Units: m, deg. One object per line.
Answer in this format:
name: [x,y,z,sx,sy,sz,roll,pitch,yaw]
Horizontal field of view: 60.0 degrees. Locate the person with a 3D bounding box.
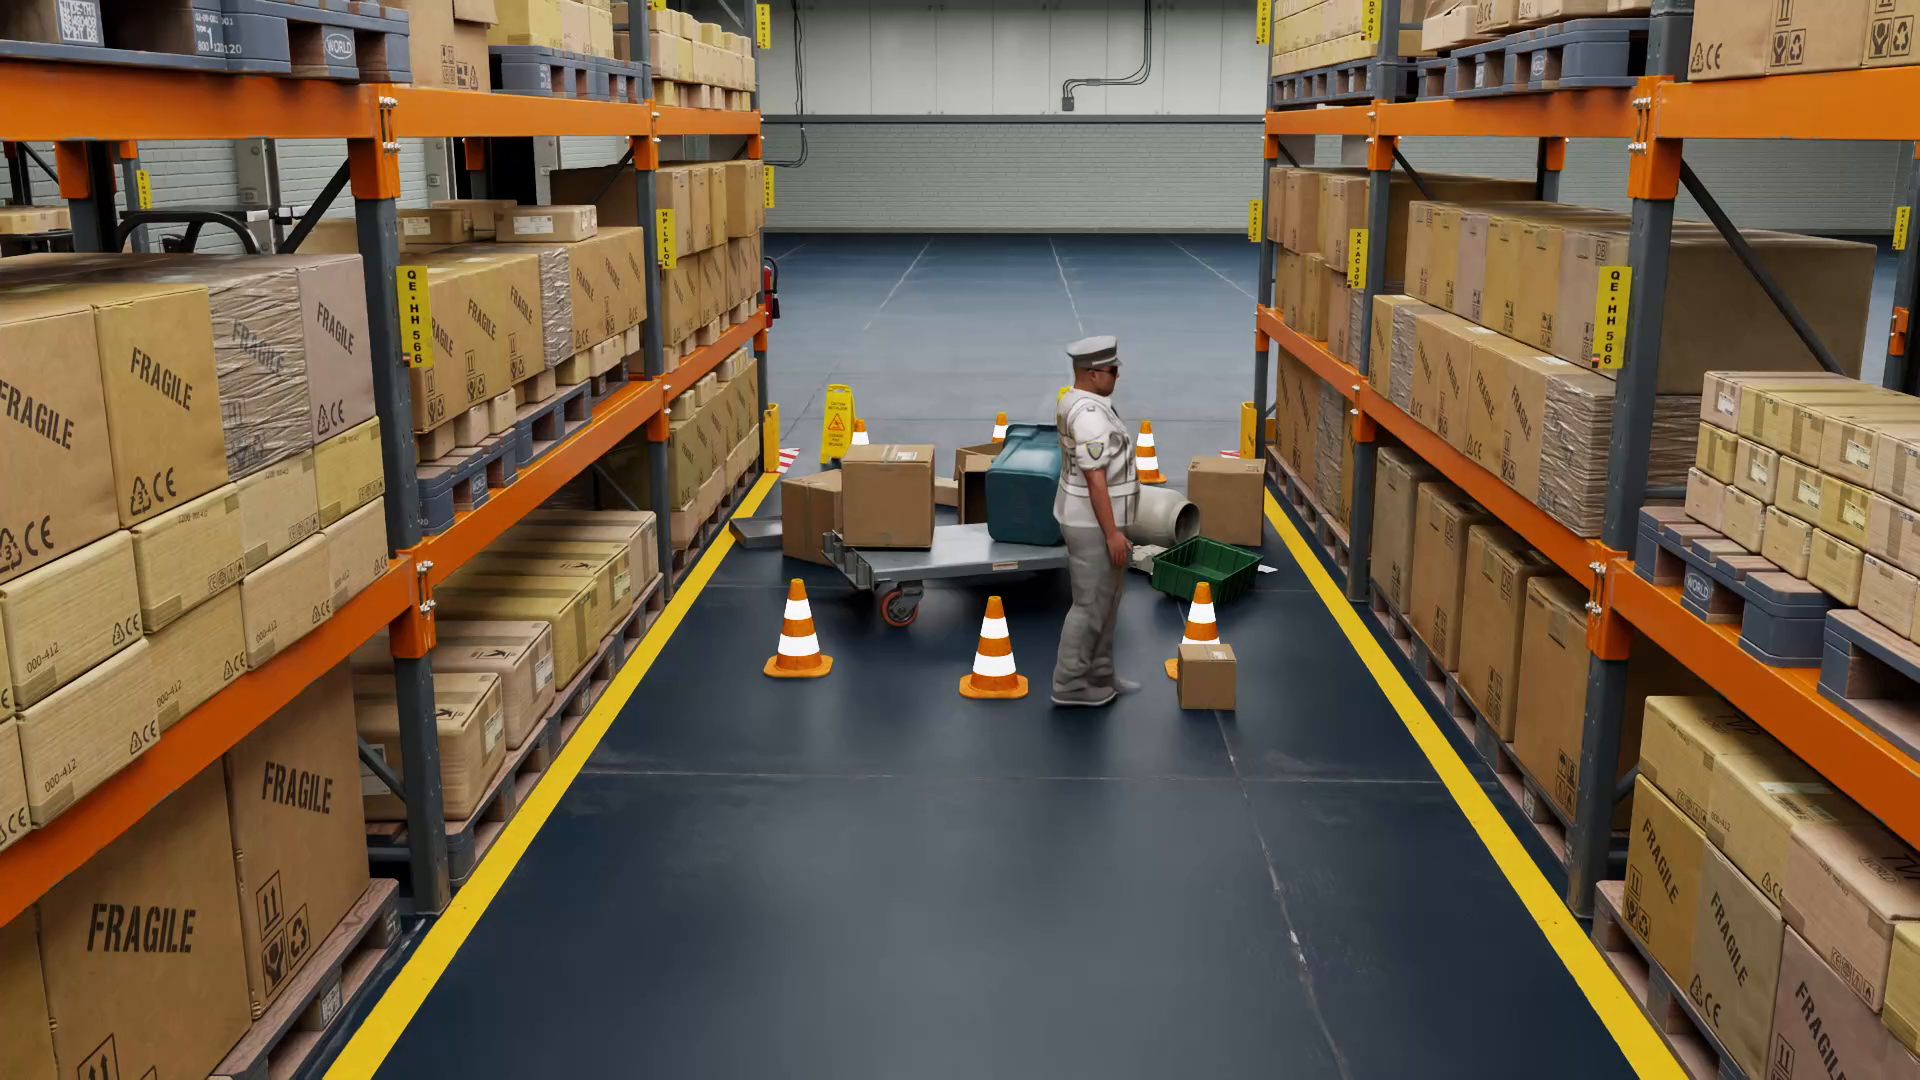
person: [0.674,-0.066,7.786,0.486,1.786,0.553,-1,14,-5]
